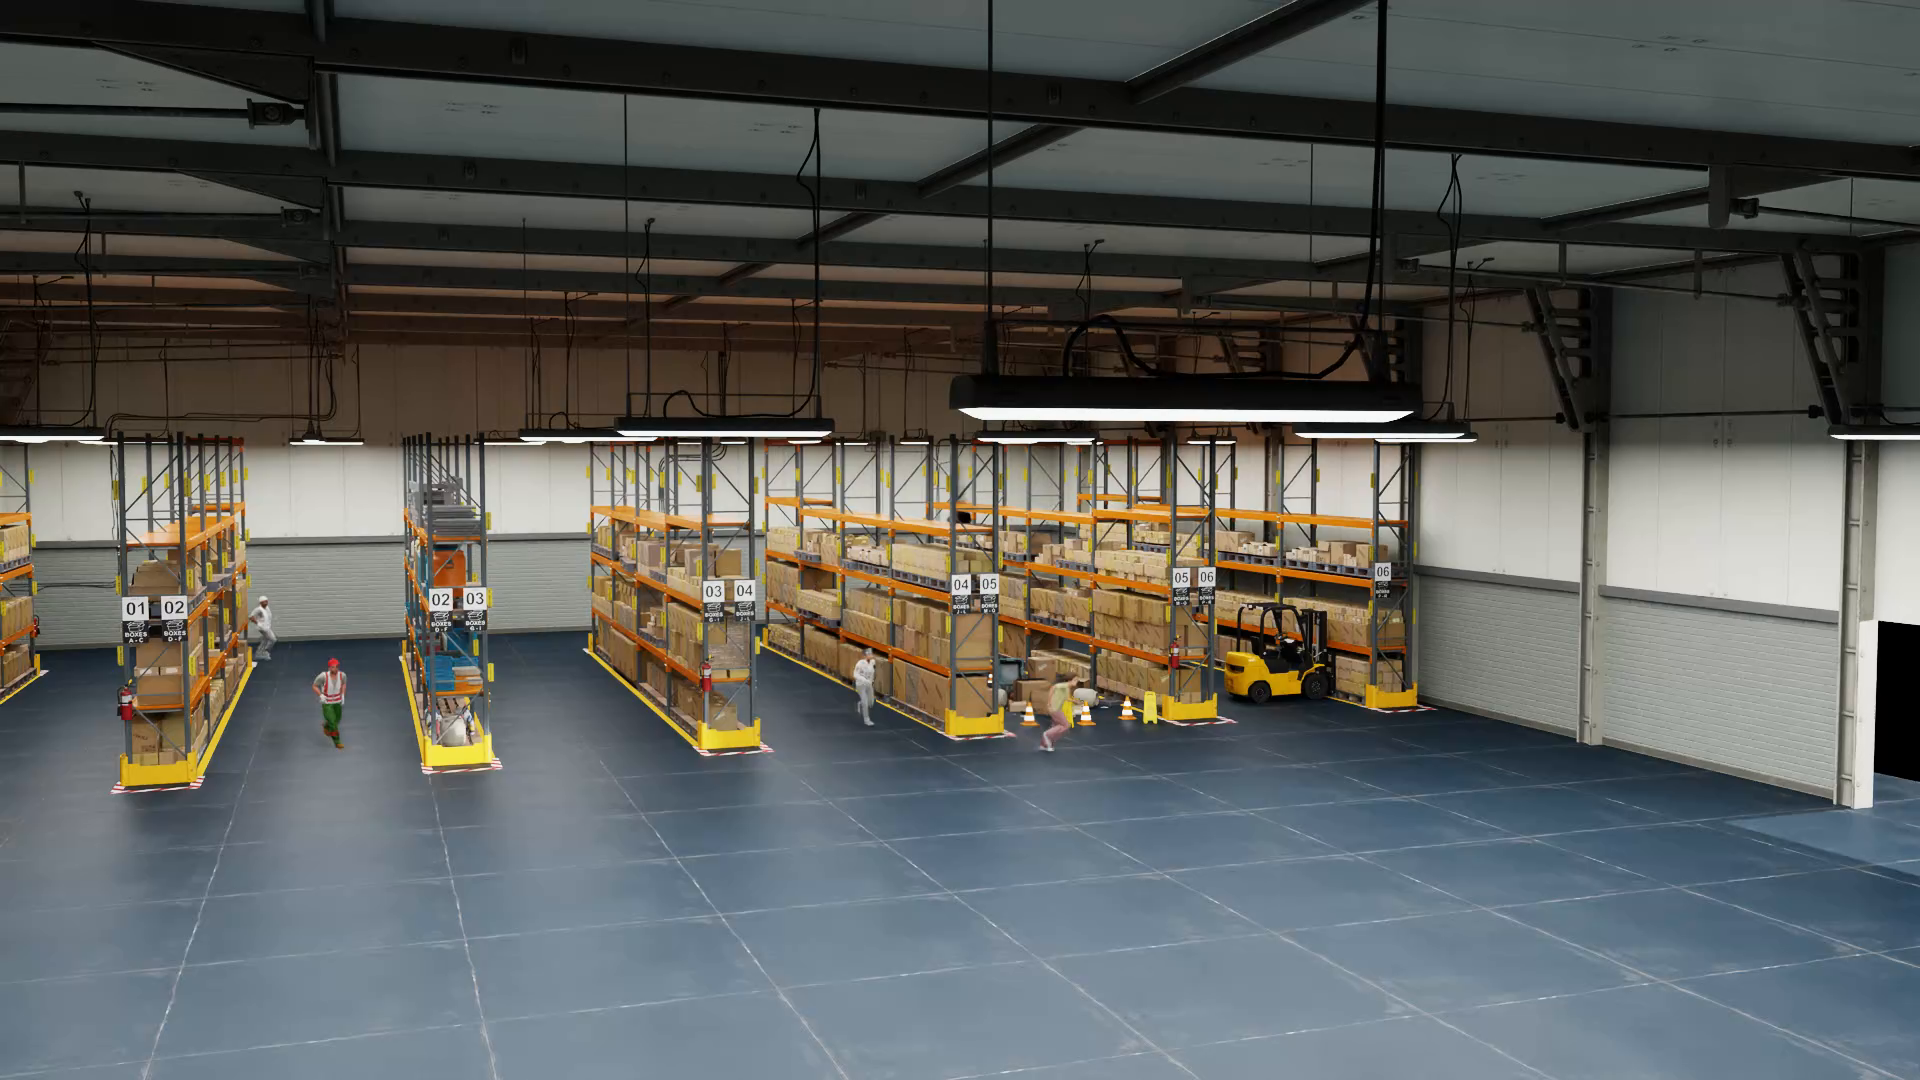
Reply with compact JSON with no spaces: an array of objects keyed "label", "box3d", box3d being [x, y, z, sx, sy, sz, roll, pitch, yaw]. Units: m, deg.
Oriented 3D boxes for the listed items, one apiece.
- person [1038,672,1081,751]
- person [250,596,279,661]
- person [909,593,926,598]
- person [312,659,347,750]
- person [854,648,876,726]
[{"label":"person","box3d":[1.862,3.238,31.300,0.811,1.504,0.606,1,3,17]},{"label":"person","box3d":[-18.667,2.386,44.672,0.674,1.773,0.685,-1,3,-9]},{"label":"person","box3d":[-1.198,1.926,51.639,0.952,1.638,0.712,-2,4,-31]},{"label":"person","box3d":[-12.060,3.105,31.777,0.656,1.732,0.878,-2,4,-38]},{"label":"person","box3d":[-1.954,3.016,34.338,0.601,1.624,0.679,-2,4,-32]}]
